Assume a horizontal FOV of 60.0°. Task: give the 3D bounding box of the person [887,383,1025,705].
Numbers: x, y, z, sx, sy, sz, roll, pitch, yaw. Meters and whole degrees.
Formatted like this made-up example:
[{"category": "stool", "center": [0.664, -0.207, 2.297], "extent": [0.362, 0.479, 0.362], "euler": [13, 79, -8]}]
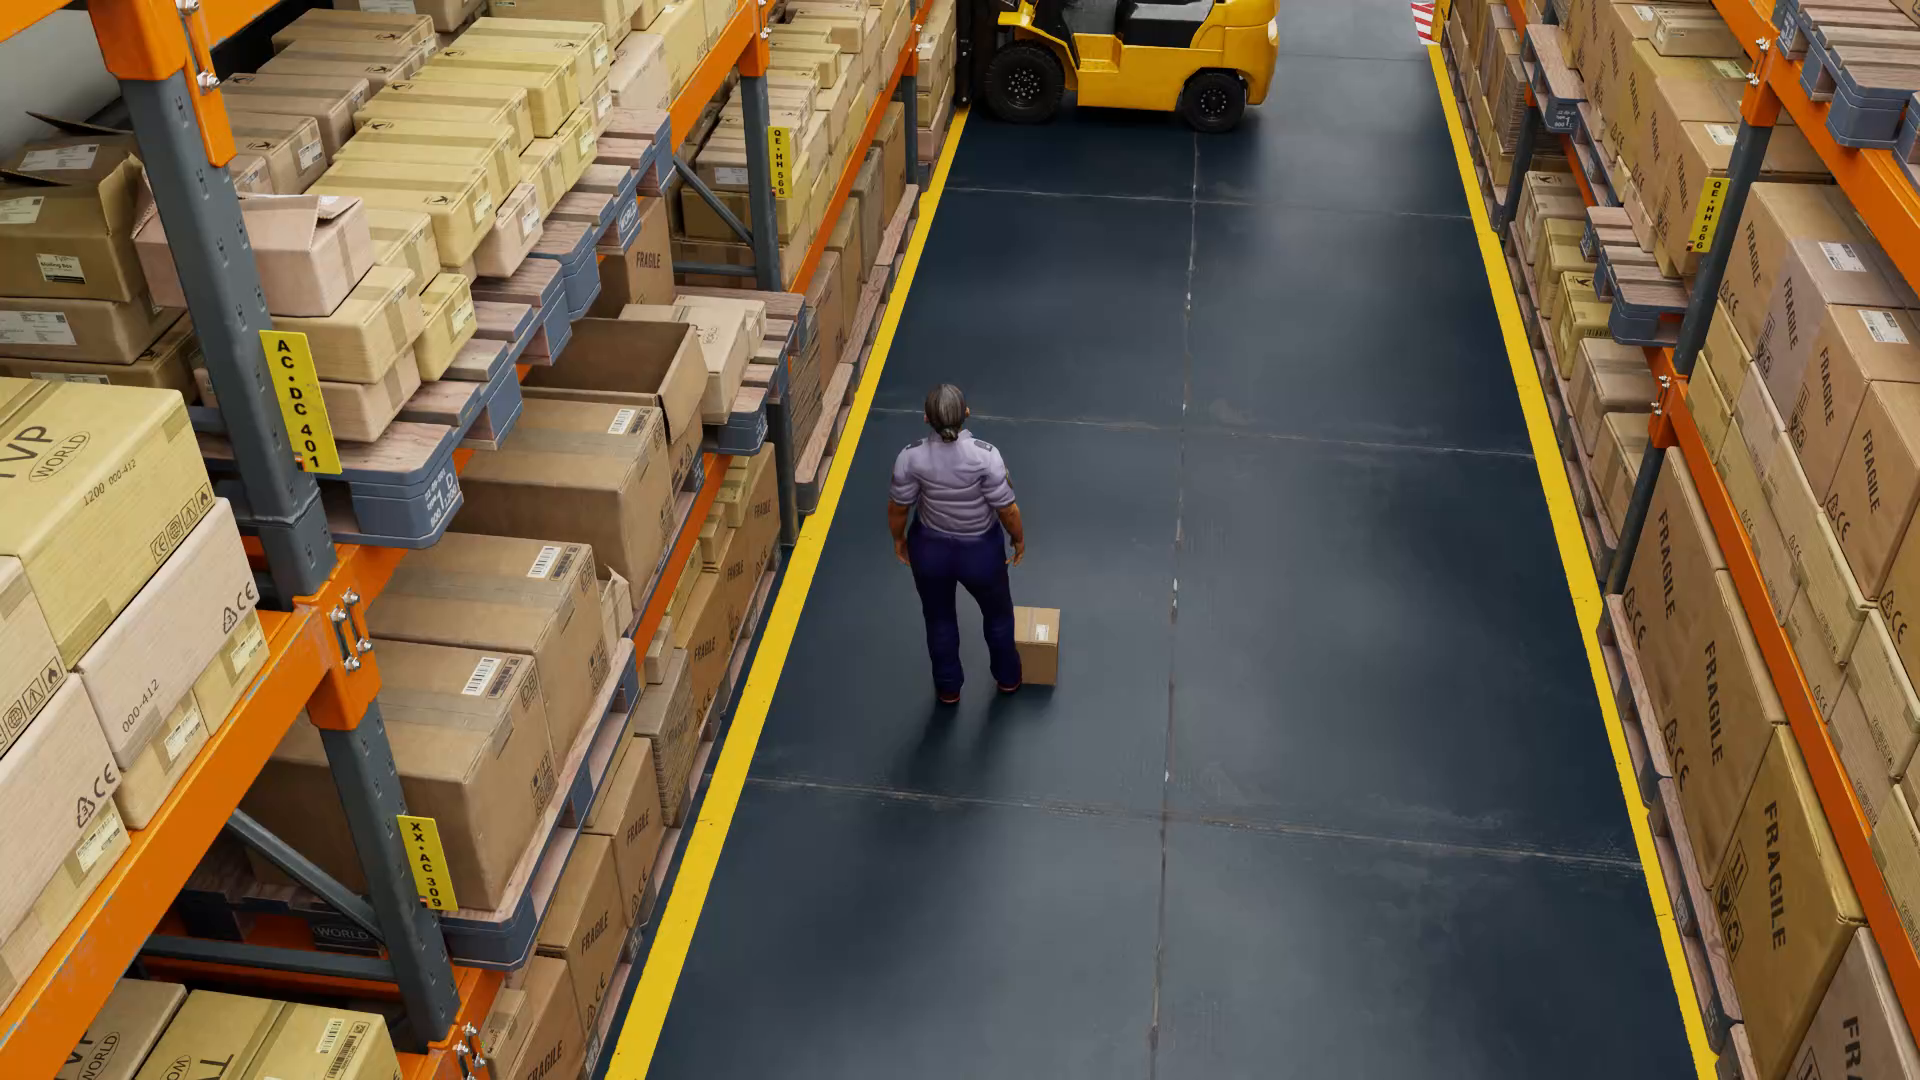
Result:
[{"category": "person", "center": [0.015, -0.007, 7.044], "extent": [0.599, 1.650, 0.502], "euler": [4, 37, 6]}]
